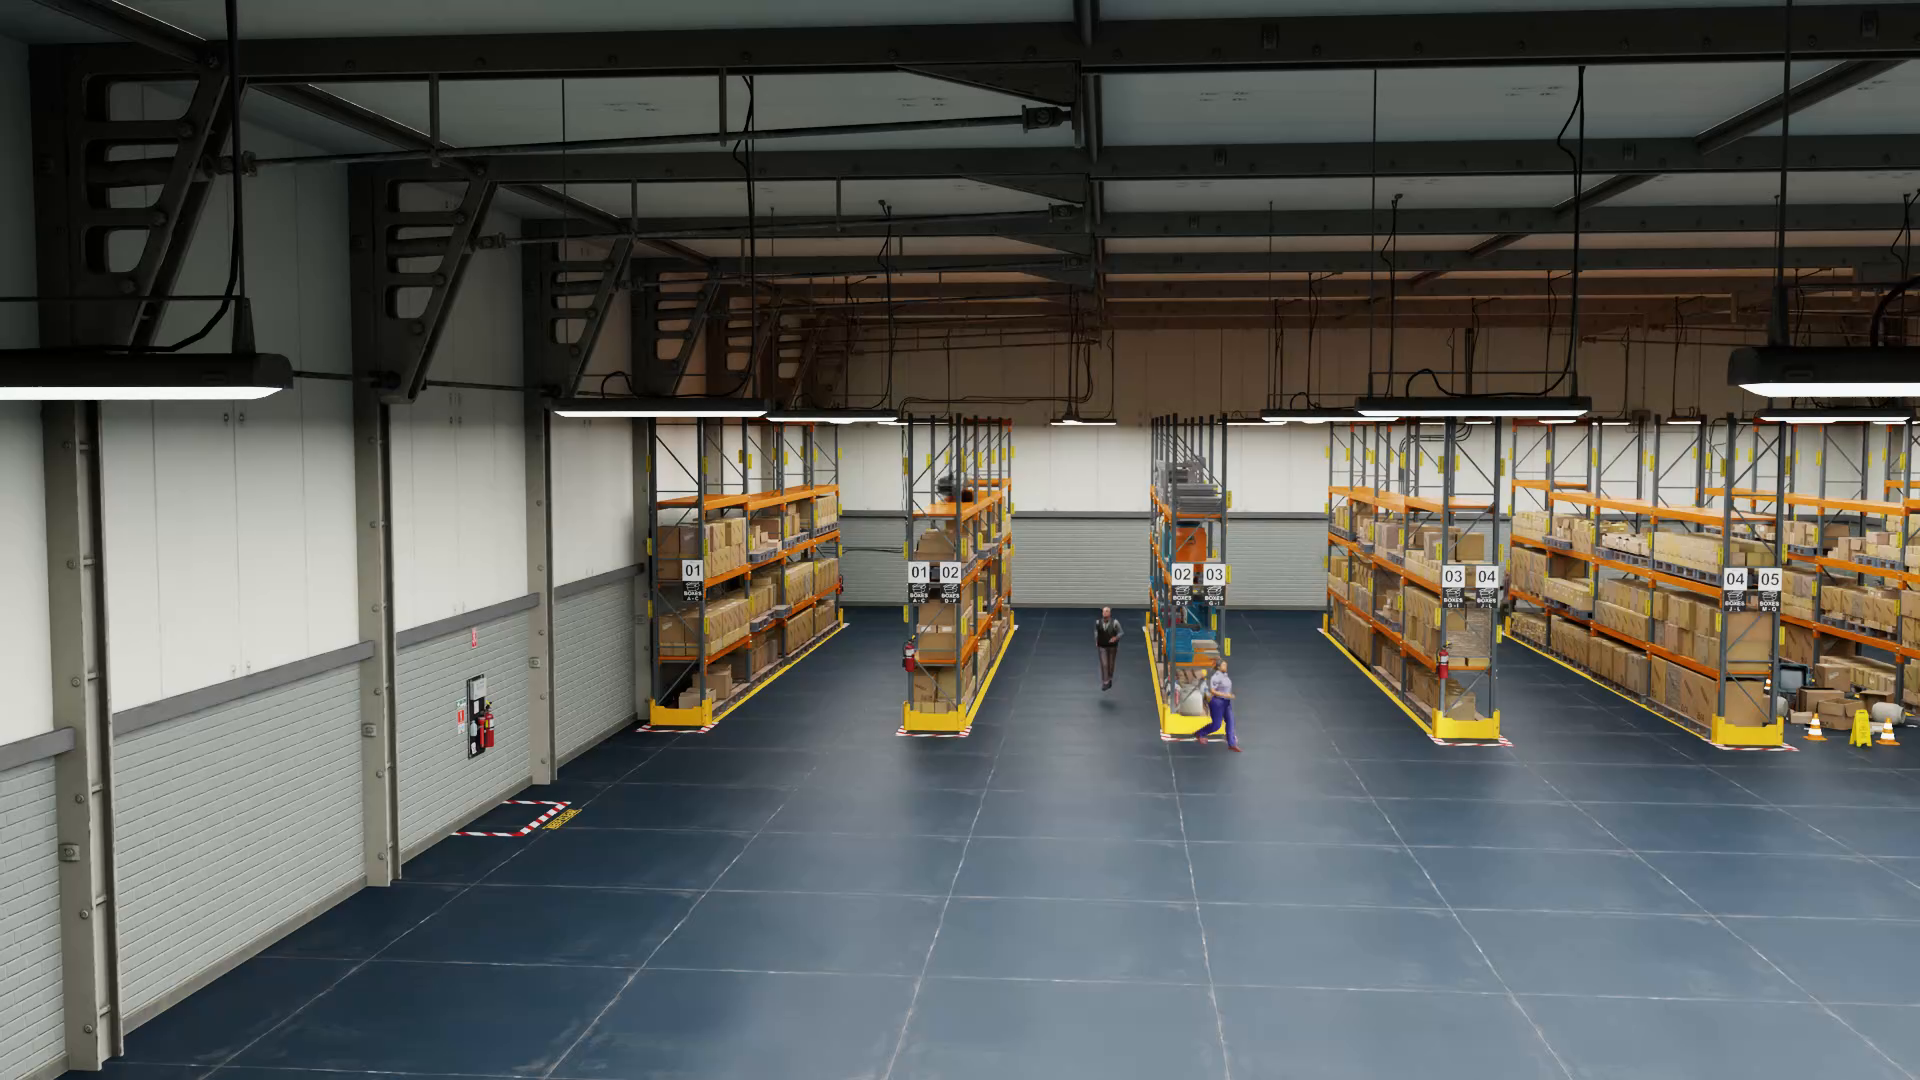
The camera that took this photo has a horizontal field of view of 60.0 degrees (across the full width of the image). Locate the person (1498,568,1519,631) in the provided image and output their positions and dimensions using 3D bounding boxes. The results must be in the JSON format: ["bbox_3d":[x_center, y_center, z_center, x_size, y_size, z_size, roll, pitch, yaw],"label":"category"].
[{"bbox_3d":[15.576,1.681,47.130,0.883,1.803,0.733,0,4,1],"label":"person"}]

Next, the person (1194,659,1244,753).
[{"bbox_3d":[4.590,2.922,29.393,0.918,1.645,0.622,3,5,35],"label":"person"}]

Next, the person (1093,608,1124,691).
[{"bbox_3d":[3.090,2.273,34.779,0.656,1.726,0.752,1,4,12],"label":"person"}]
